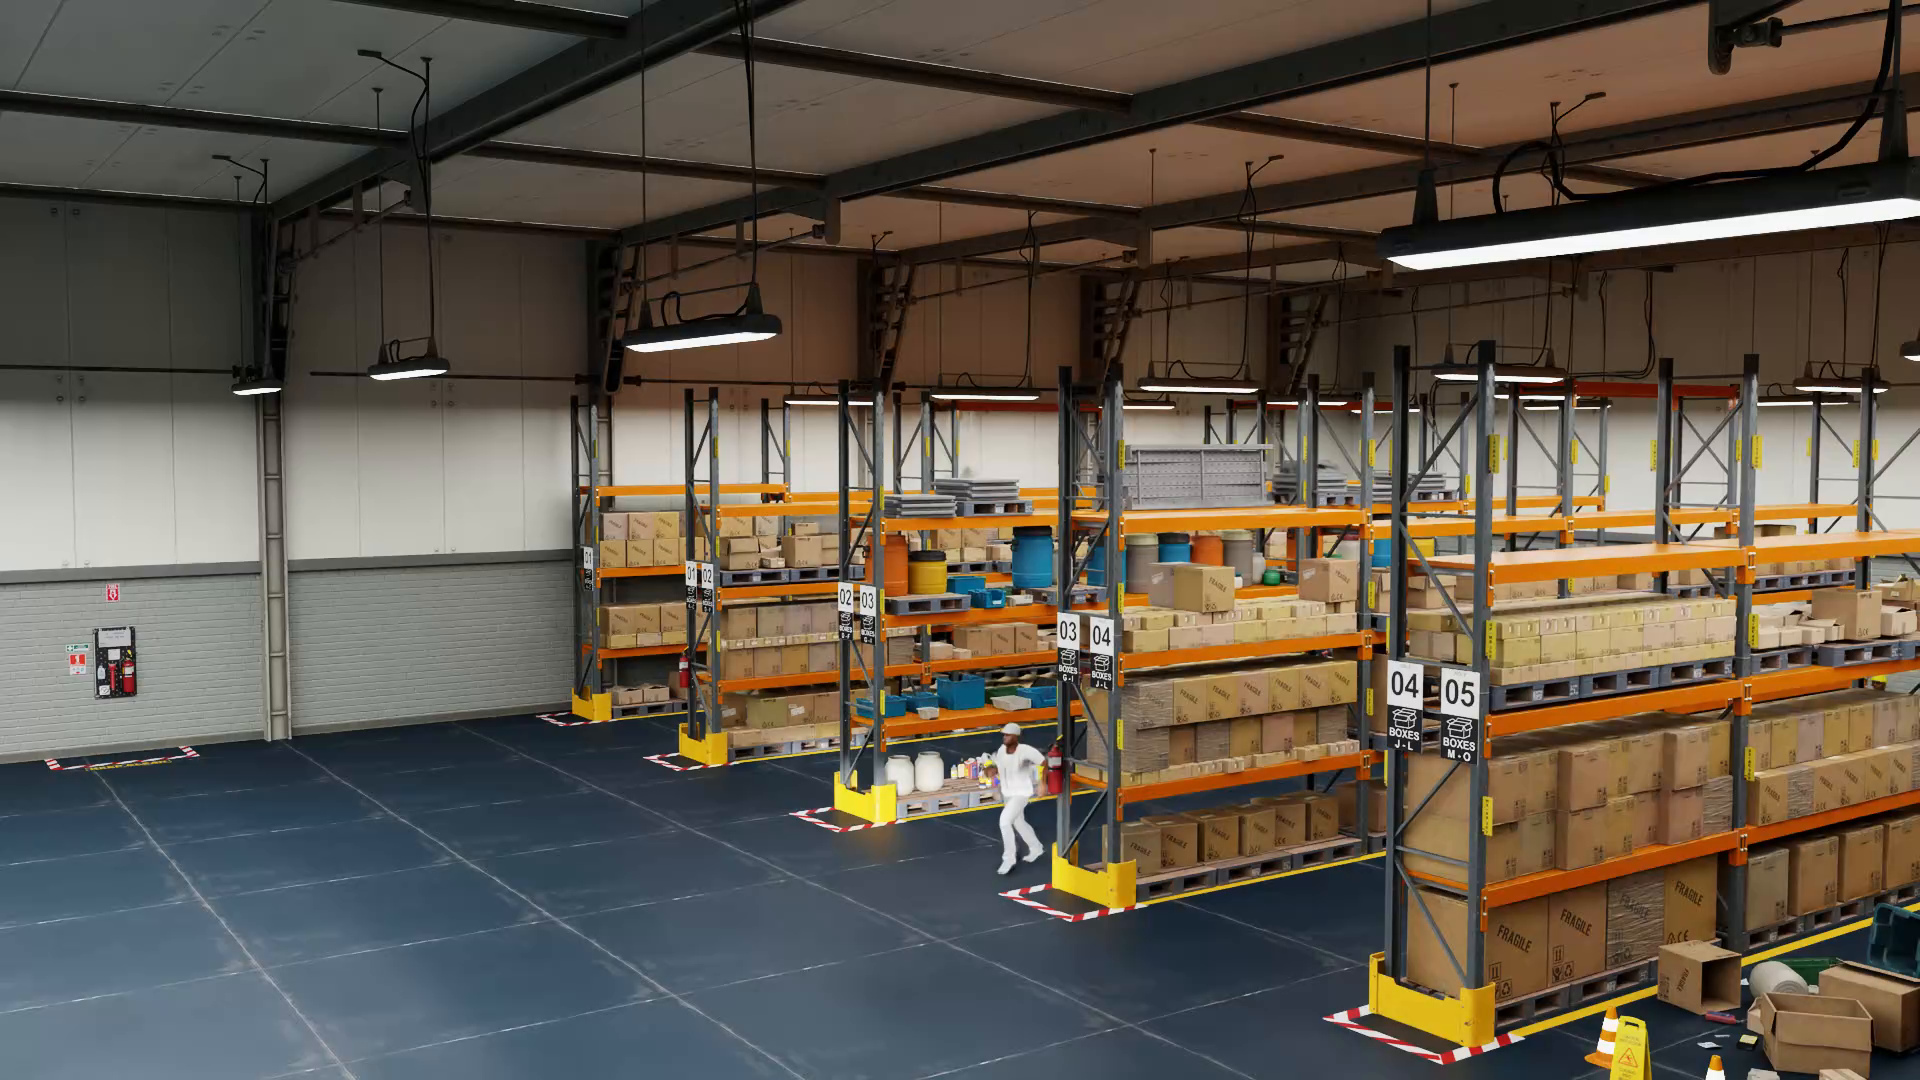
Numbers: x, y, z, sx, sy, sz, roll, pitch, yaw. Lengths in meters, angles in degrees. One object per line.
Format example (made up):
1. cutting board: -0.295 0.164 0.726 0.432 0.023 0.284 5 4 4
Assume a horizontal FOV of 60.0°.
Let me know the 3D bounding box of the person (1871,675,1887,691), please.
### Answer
1. person: 13.239 2.806 24.028 0.922 1.781 0.692 -3 4 -38

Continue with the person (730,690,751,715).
1. person: -3.828 2.553 29.137 0.711 1.758 0.685 -3 5 -42

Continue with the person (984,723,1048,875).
1. person: 0.693 3.084 20.062 0.819 1.783 0.715 -2 4 -36

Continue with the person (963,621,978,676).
1. person: 0.270 2.364 32.636 0.890 1.712 0.683 -3 4 -39
